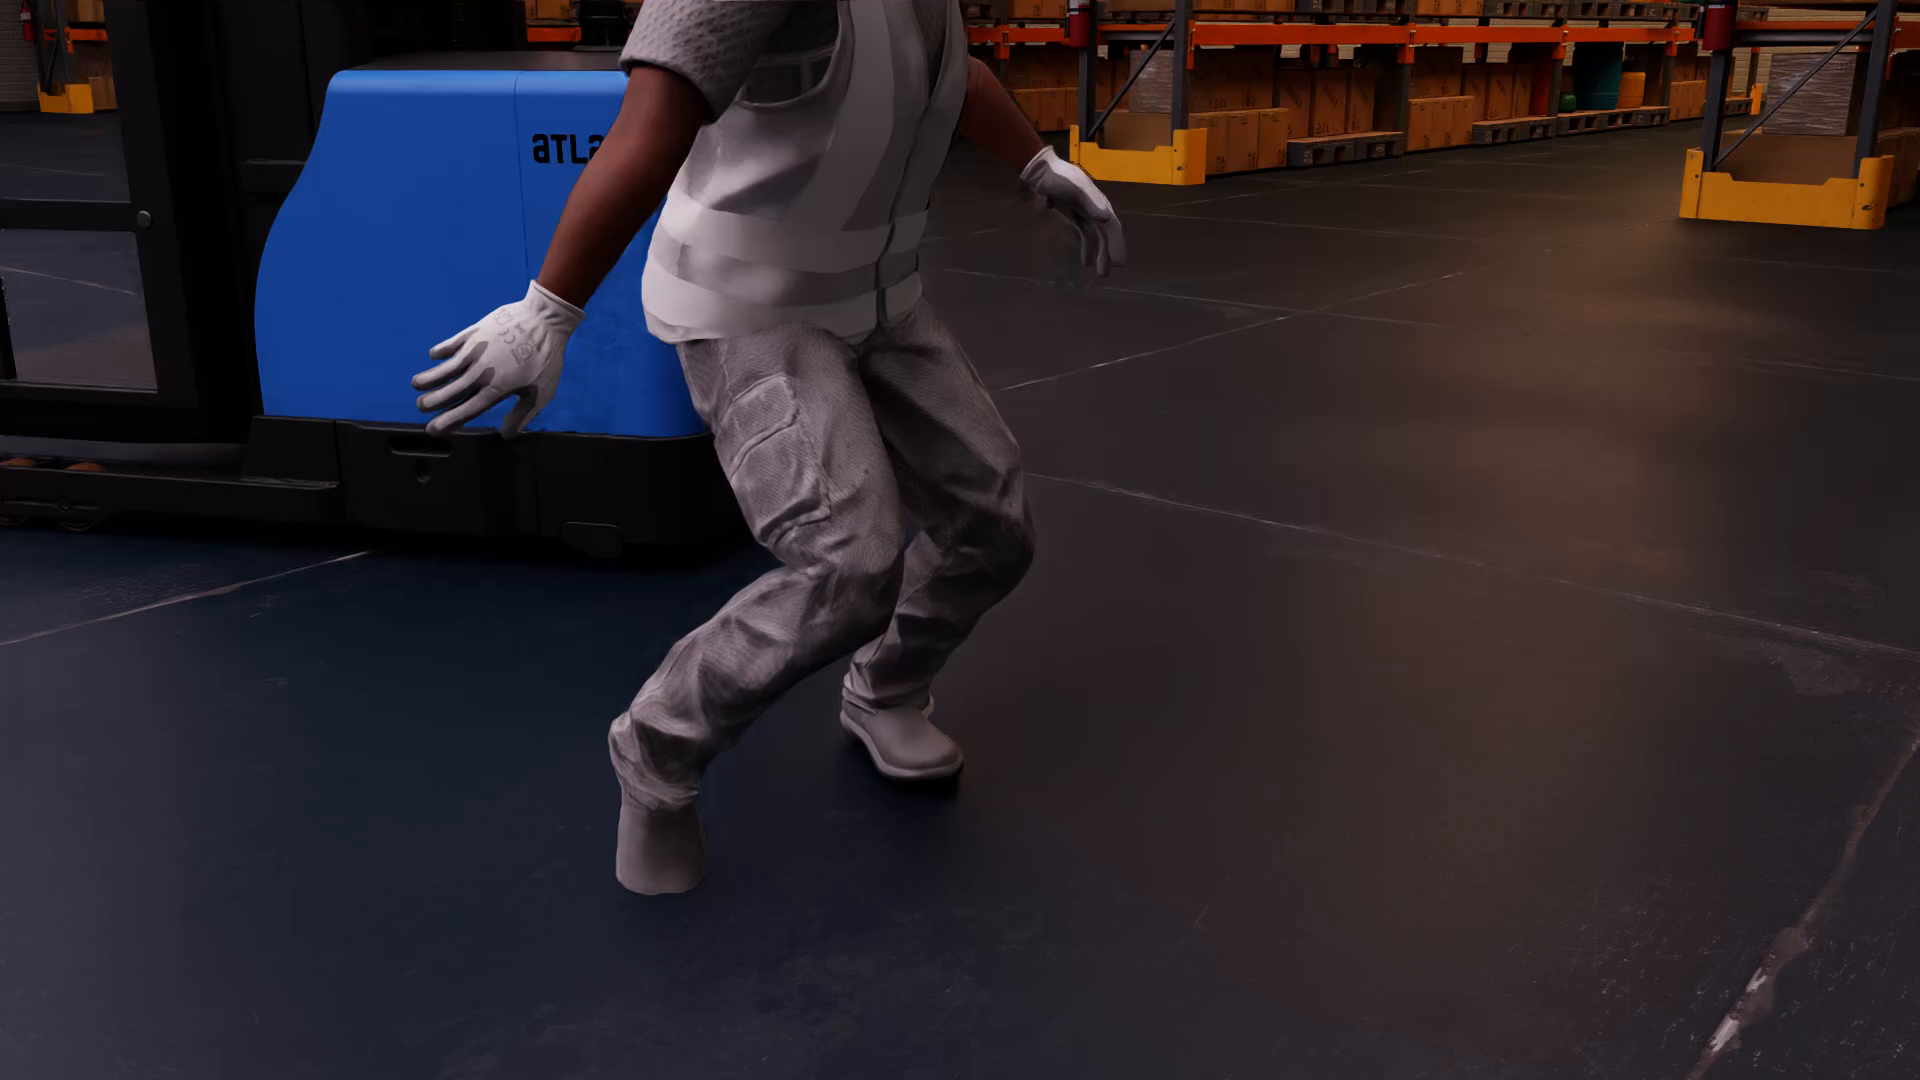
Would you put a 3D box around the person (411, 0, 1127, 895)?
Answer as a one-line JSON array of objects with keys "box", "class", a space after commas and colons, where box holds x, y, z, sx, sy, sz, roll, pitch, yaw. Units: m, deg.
[{"box": [-0.206, -0.288, 2.261, 0.518, 1.659, 1.044, 10, 20, 30], "class": "person"}]

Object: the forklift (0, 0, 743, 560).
[{"box": [-1.917, -1.566, 4.055, 3.031, 2.935, 1.130, 4, 17, 13], "class": "forklift"}]
